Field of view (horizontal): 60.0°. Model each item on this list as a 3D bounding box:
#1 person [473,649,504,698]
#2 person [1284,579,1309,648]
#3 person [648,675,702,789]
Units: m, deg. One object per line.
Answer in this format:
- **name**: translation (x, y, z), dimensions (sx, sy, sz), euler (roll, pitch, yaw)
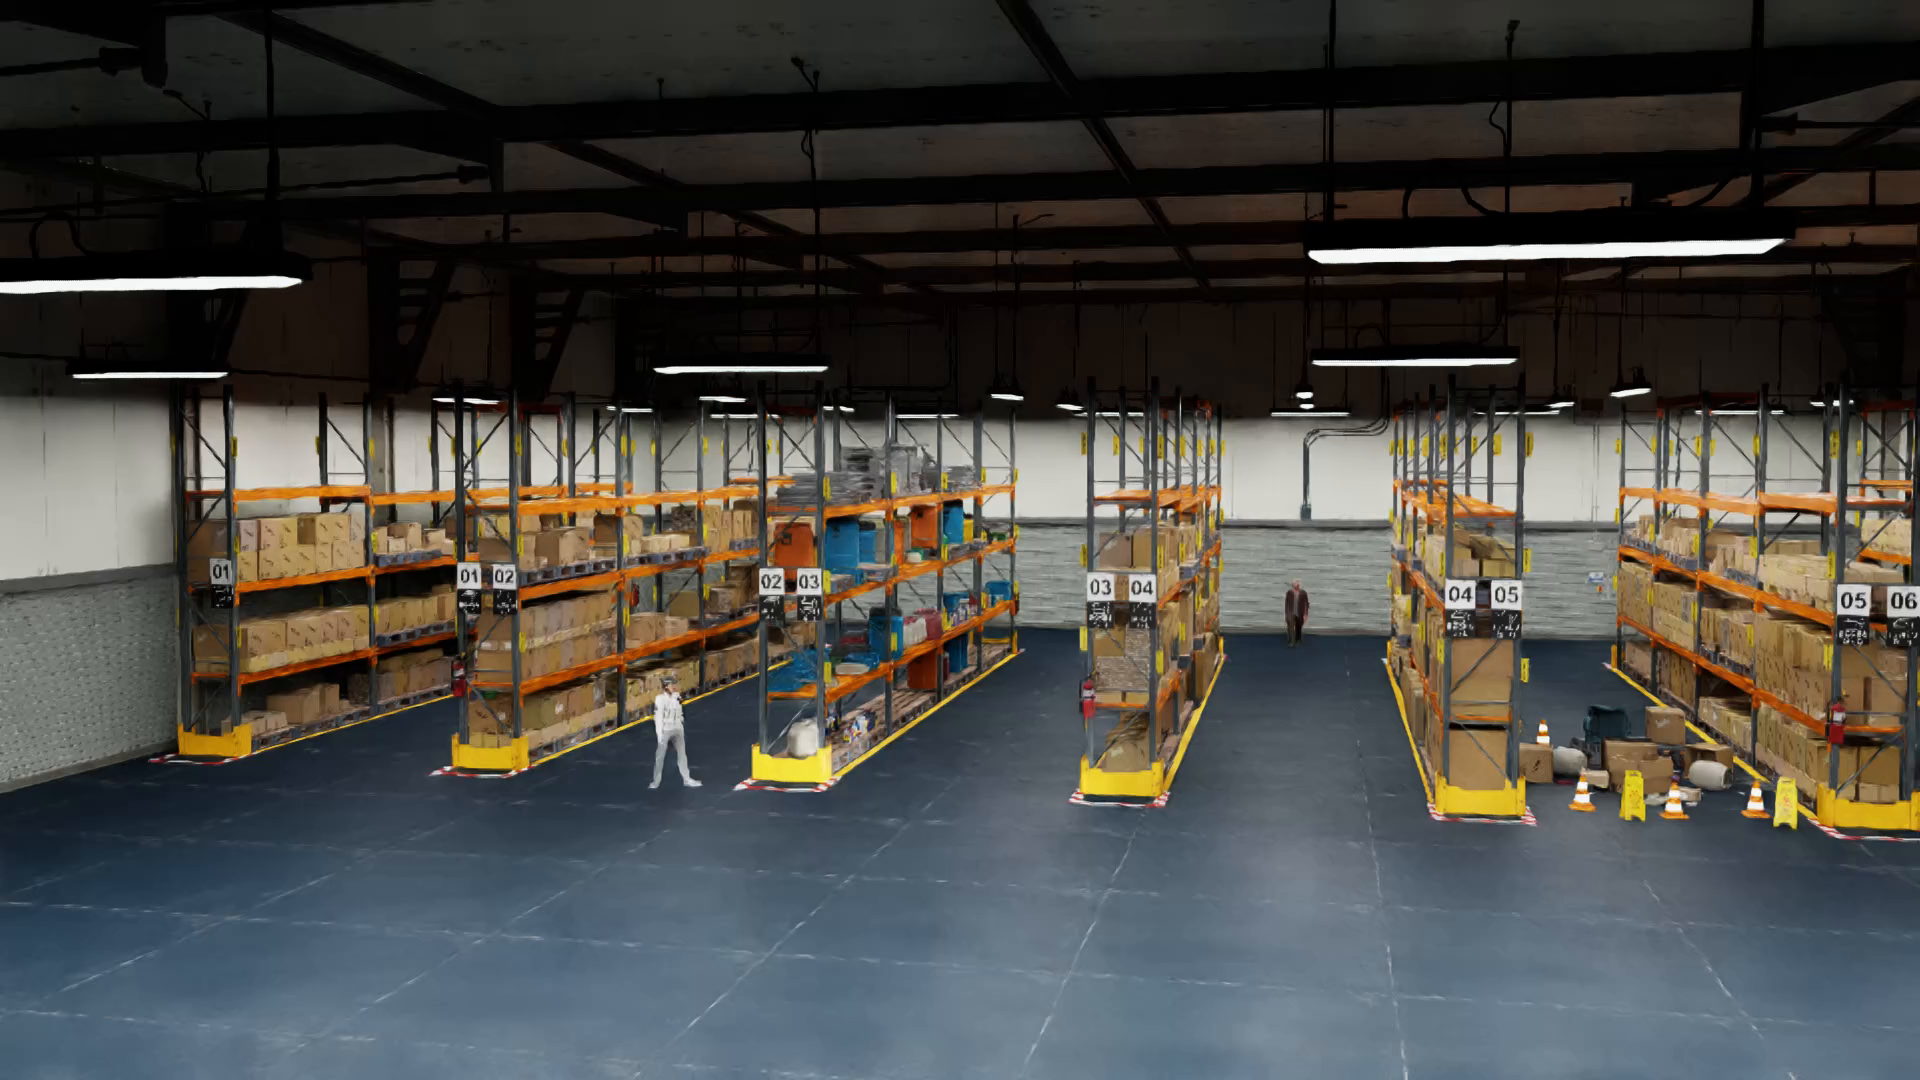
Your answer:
- **person**: translation (-8.345, 2.492, 29.313), dimensions (0.553, 1.709, 1.123), euler (1, 3, 14)
- **person**: translation (8.380, 1.830, 41.386), dimensions (0.582, 1.678, 1.194), euler (1, 3, 10)
- **person**: translation (-4.208, 2.791, 24.359), dimensions (0.682, 1.670, 0.552), euler (-3, 4, -41)
